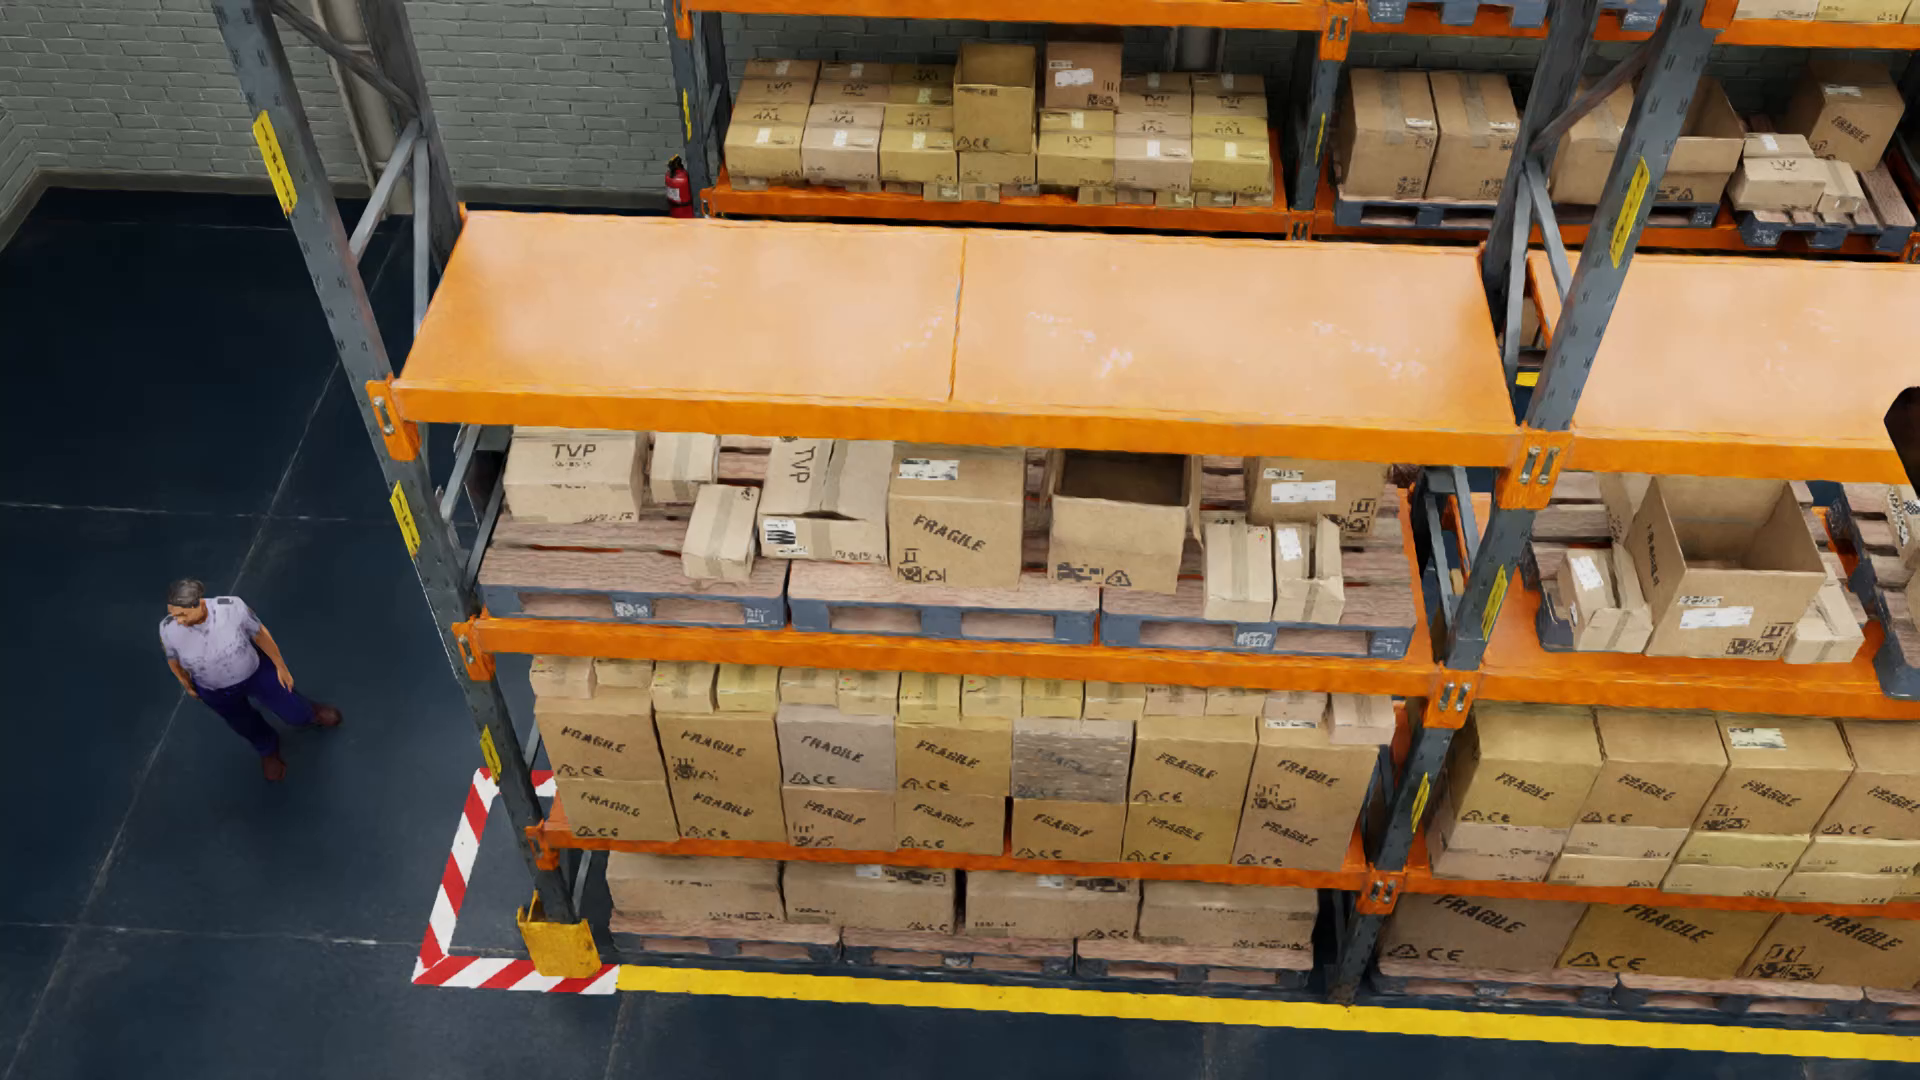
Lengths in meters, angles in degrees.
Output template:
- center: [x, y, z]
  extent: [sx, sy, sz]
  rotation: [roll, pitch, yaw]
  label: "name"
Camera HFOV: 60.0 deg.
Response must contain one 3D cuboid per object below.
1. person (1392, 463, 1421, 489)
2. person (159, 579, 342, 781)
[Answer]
- center: [2.418, 0.117, 9.544]
  extent: [0.522, 1.592, 0.527]
  rotation: [26, 53, 22]
  label: "person"
- center: [-3.858, 0.699, 8.995]
  extent: [0.657, 1.641, 0.463]
  rotation: [-20, 51, -17]
  label: "person"
